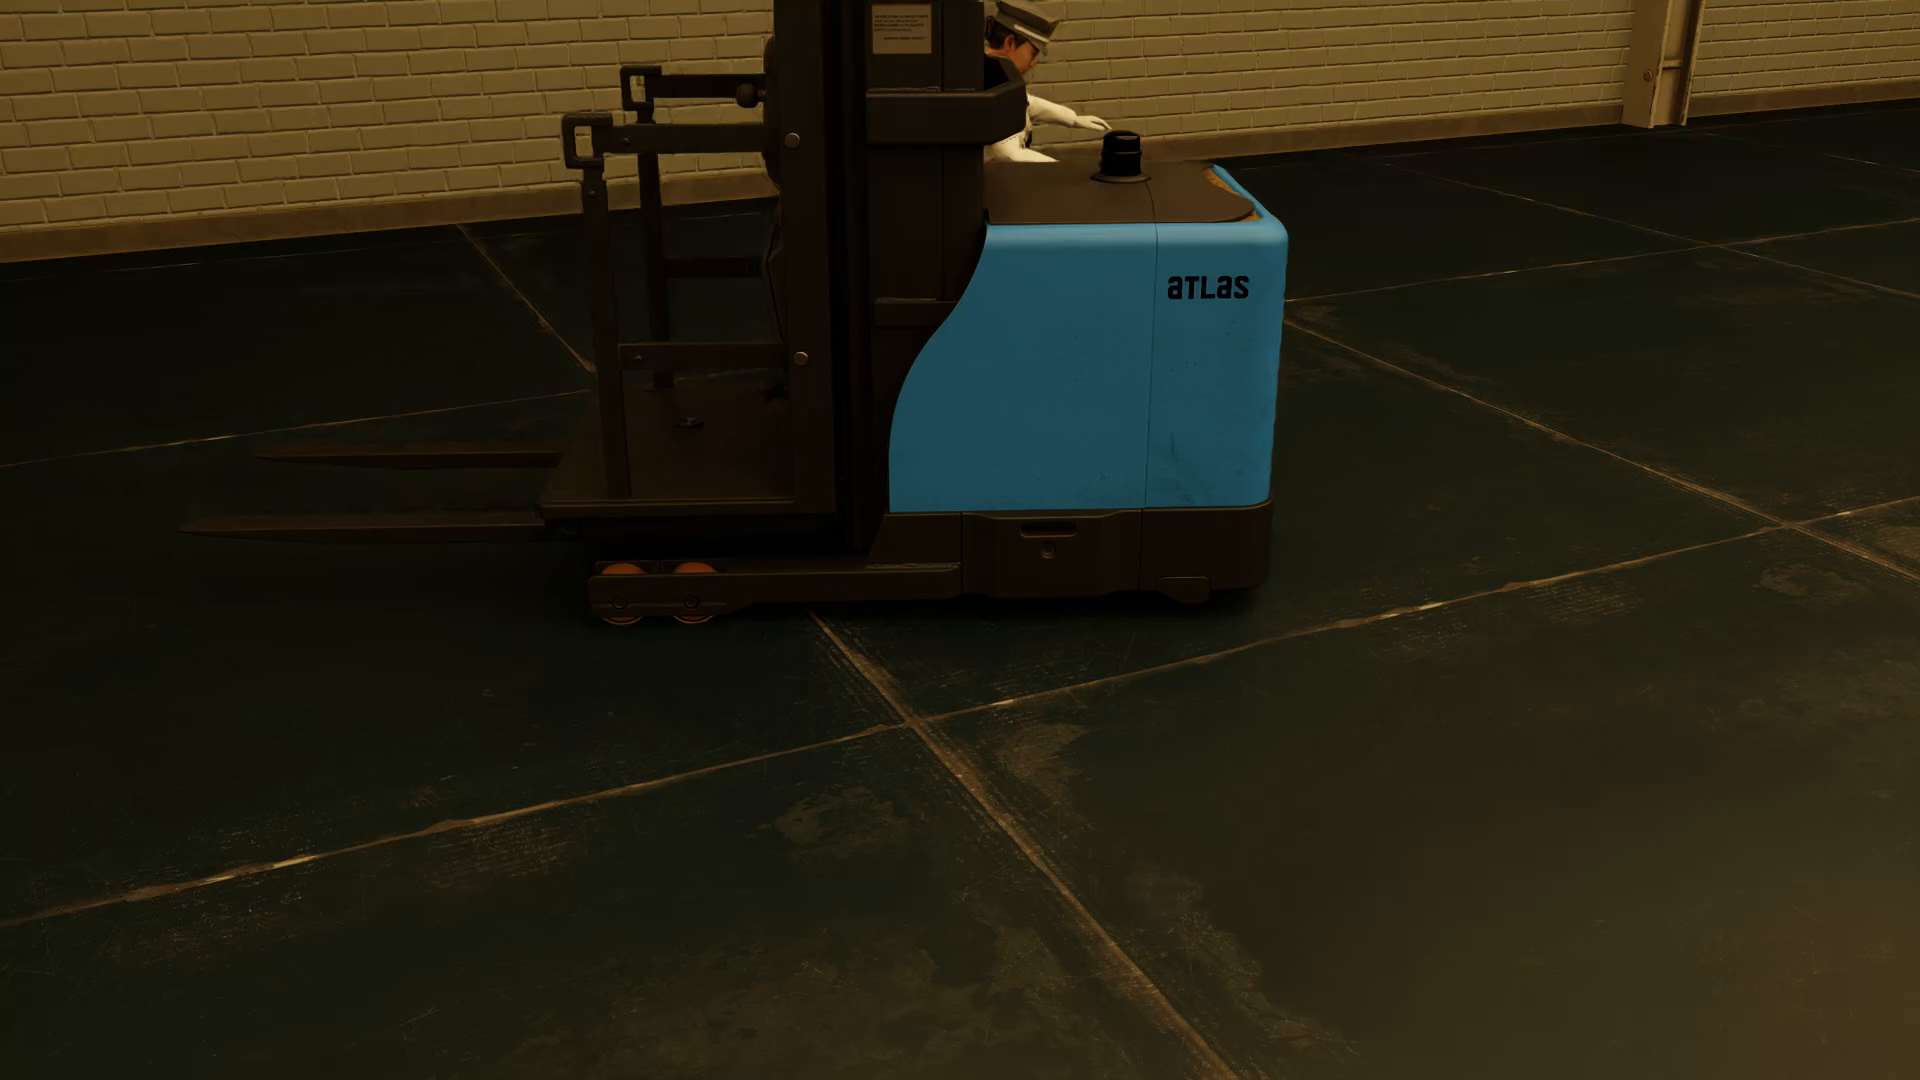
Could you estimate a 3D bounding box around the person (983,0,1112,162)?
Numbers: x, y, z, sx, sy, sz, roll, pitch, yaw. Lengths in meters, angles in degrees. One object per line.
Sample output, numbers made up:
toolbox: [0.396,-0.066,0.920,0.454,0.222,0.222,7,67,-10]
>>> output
person: [0.280,-1.270,6.247,0.790,1.467,1.229,1,23,1]

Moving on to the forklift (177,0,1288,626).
forklift: [-0.666,-1.328,4.482,3.031,2.935,1.130,-1,23,-2]
